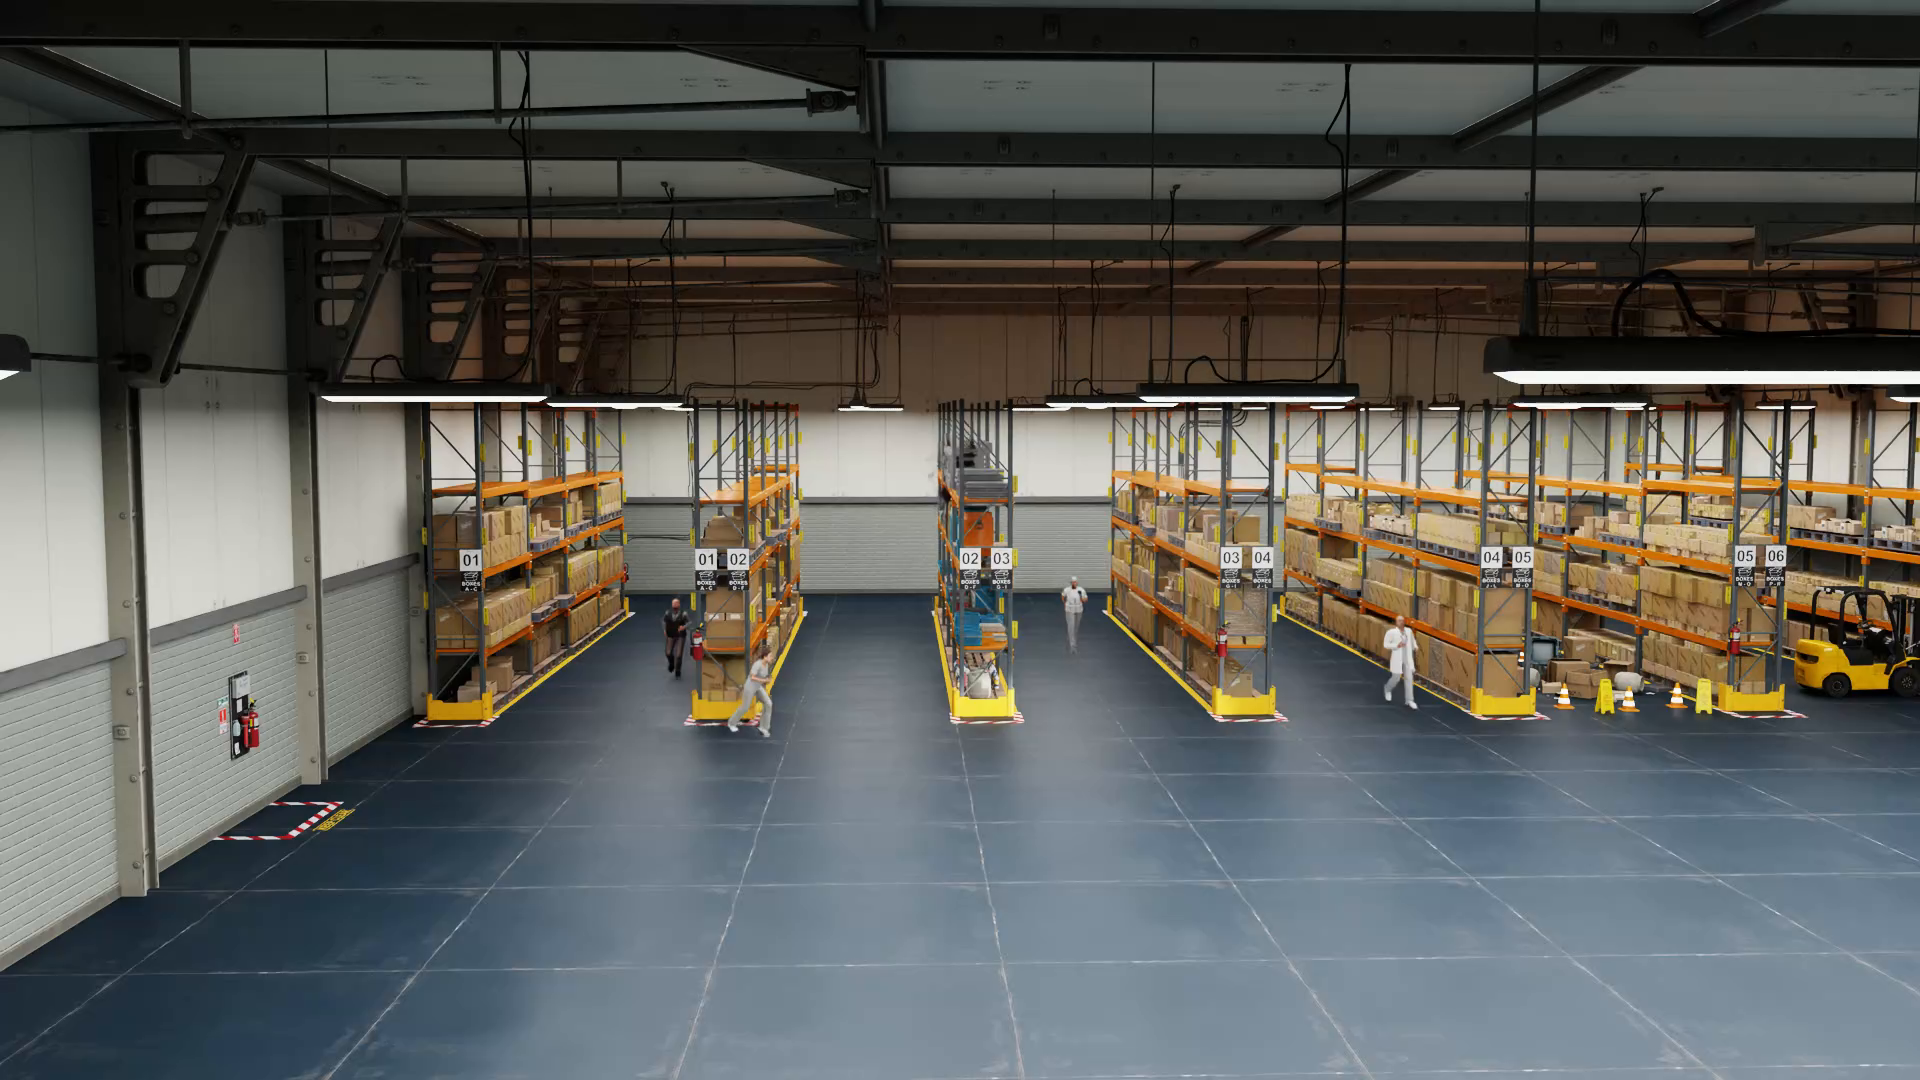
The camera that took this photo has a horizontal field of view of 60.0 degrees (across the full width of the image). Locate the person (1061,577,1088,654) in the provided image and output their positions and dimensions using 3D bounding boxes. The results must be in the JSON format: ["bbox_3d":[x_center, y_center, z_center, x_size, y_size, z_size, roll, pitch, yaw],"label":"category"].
[{"bbox_3d":[2.651,1.703,38.303,0.581,1.737,0.766,-1,4,-9],"label":"person"}]

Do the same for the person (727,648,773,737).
[{"bbox_3d":[-3.725,2.708,29.608,0.960,1.623,0.604,2,5,22],"label":"person"}]

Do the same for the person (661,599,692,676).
[{"bbox_3d":[-6.184,2.130,36.174,0.703,1.694,0.542,0,4,2],"label":"person"}]

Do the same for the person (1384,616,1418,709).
[{"bbox_3d":[8.662,2.397,32.559,0.729,1.654,1.129,0,4,-4],"label":"person"}]
